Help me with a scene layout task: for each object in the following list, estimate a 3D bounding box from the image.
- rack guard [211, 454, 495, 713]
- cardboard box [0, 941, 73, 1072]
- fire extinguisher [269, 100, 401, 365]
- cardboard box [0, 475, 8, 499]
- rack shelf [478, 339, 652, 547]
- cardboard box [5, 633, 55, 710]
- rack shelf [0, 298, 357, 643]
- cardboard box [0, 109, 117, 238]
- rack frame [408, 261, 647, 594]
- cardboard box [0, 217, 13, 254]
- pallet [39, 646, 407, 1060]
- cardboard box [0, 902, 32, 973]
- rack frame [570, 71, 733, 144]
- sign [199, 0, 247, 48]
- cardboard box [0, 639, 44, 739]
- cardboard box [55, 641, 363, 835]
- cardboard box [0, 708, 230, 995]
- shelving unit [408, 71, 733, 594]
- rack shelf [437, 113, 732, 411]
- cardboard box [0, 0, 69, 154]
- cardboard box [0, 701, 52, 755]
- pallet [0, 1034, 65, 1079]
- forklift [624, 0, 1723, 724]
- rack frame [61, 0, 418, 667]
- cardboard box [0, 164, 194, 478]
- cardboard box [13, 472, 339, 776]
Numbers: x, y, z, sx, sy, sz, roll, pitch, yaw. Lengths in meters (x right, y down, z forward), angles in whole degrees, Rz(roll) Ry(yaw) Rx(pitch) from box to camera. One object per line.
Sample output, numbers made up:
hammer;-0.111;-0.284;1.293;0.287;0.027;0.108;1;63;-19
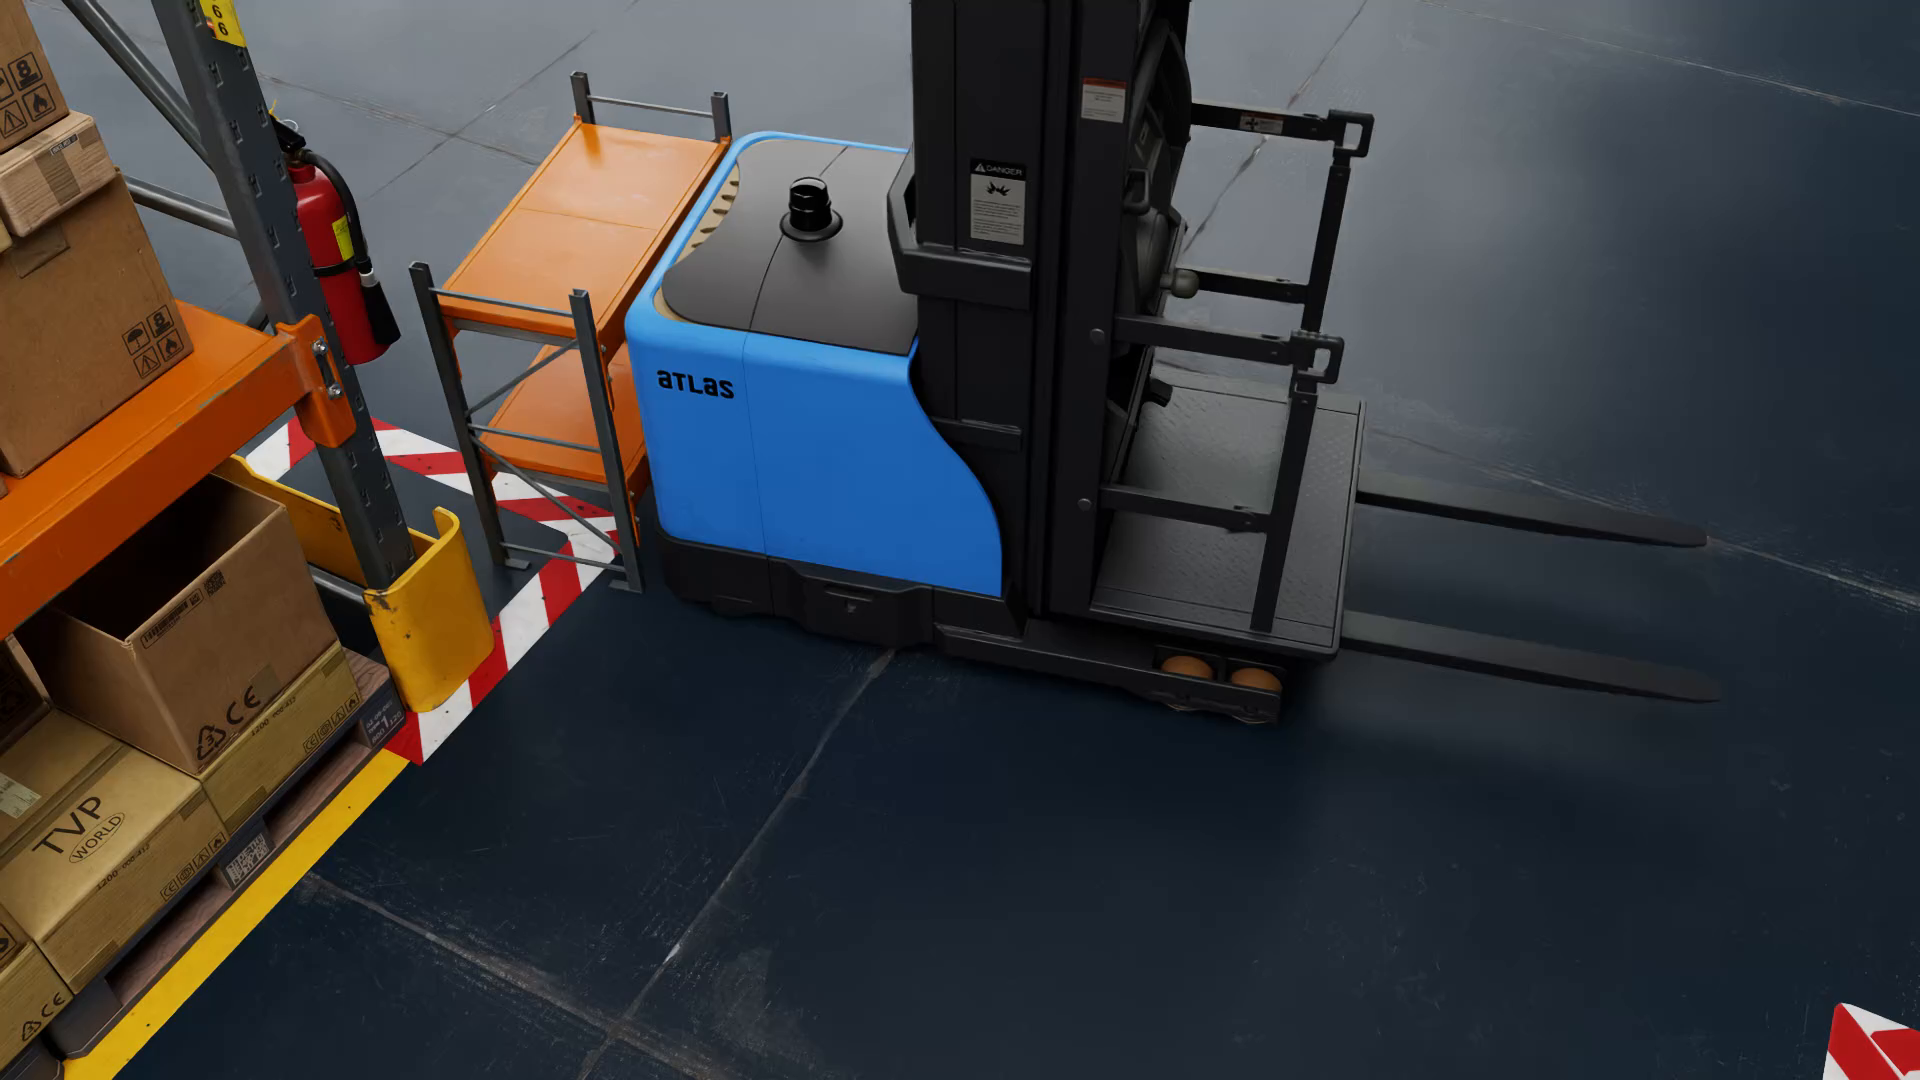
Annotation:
rack guard;-1.956;0.035;4.864;1.175;0.500;0.348;20;49;19
cardboard box;-2.406;1.060;3.731;0.500;0.250;0.500;20;49;19
fire extinguisher;-1.501;-0.723;3.910;0.296;0.674;0.183;20;49;19
cardboard box;-2.435;-0.241;3.309;0.700;0.500;0.500;22;49;20
rack shelf;-1.076;-0.464;5.261;0.538;0.278;1.000;11;46;11
cardboard box;-2.413;0.255;4.527;0.500;0.250;0.500;20;49;19
rack shelf;-2.895;0.684;2.971;1.077;0.370;4.000;20;49;19
cardboard box;-1.976;-0.788;3.394;0.380;0.149;0.250;20;49;18
rack frame;-1.208;-0.287;4.742;0.500;1.125;0.032;11;46;11
cardboard box;-2.096;-0.623;3.230;0.380;0.149;0.250;22;49;20
pallet;-2.285;0.647;4.462;1.003;0.211;1.213;20;49;19
cardboard box;-2.404;0.798;3.463;0.500;0.500;0.500;20;49;19
rack frame;-0.944;-0.985;5.432;0.500;1.125;0.032;11;46;11
sign;-1.493;-1.131;3.278;0.100;0.325;0.005;20;49;19
cardboard box;-2.643;0.307;3.949;0.500;0.500;0.500;20;49;19
cardboard box;-1.954;0.426;4.358;0.500;0.250;0.500;20;49;19
cardboard box;-2.176;0.745;4.043;0.500;0.250;0.500;20;49;19
shelving unit;-1.076;-0.636;5.087;0.538;1.125;1.048;11;46;11
rack shelf;-1.076;-0.841;4.879;0.538;0.278;1.000;11;46;11
cardboard box;-2.220;-0.997;3.144;0.700;0.500;0.500;21;49;19
cardboard box;-2.642;0.571;4.215;0.500;0.250;0.500;20;49;19
pallet;-2.852;1.413;3.705;1.003;0.211;1.213;20;49;19
forklift;0.677;-0.927;4.106;3.031;2.935;1.130;10;46;10
rack frame;-1.967;-0.829;3.960;1.000;3.000;0.127;20;49;19
cardboard box;-2.195;-0.574;3.638;0.700;0.500;0.500;20;49;19
cardboard box;-1.952;0.163;4.091;0.500;0.500;0.500;20;49;19
